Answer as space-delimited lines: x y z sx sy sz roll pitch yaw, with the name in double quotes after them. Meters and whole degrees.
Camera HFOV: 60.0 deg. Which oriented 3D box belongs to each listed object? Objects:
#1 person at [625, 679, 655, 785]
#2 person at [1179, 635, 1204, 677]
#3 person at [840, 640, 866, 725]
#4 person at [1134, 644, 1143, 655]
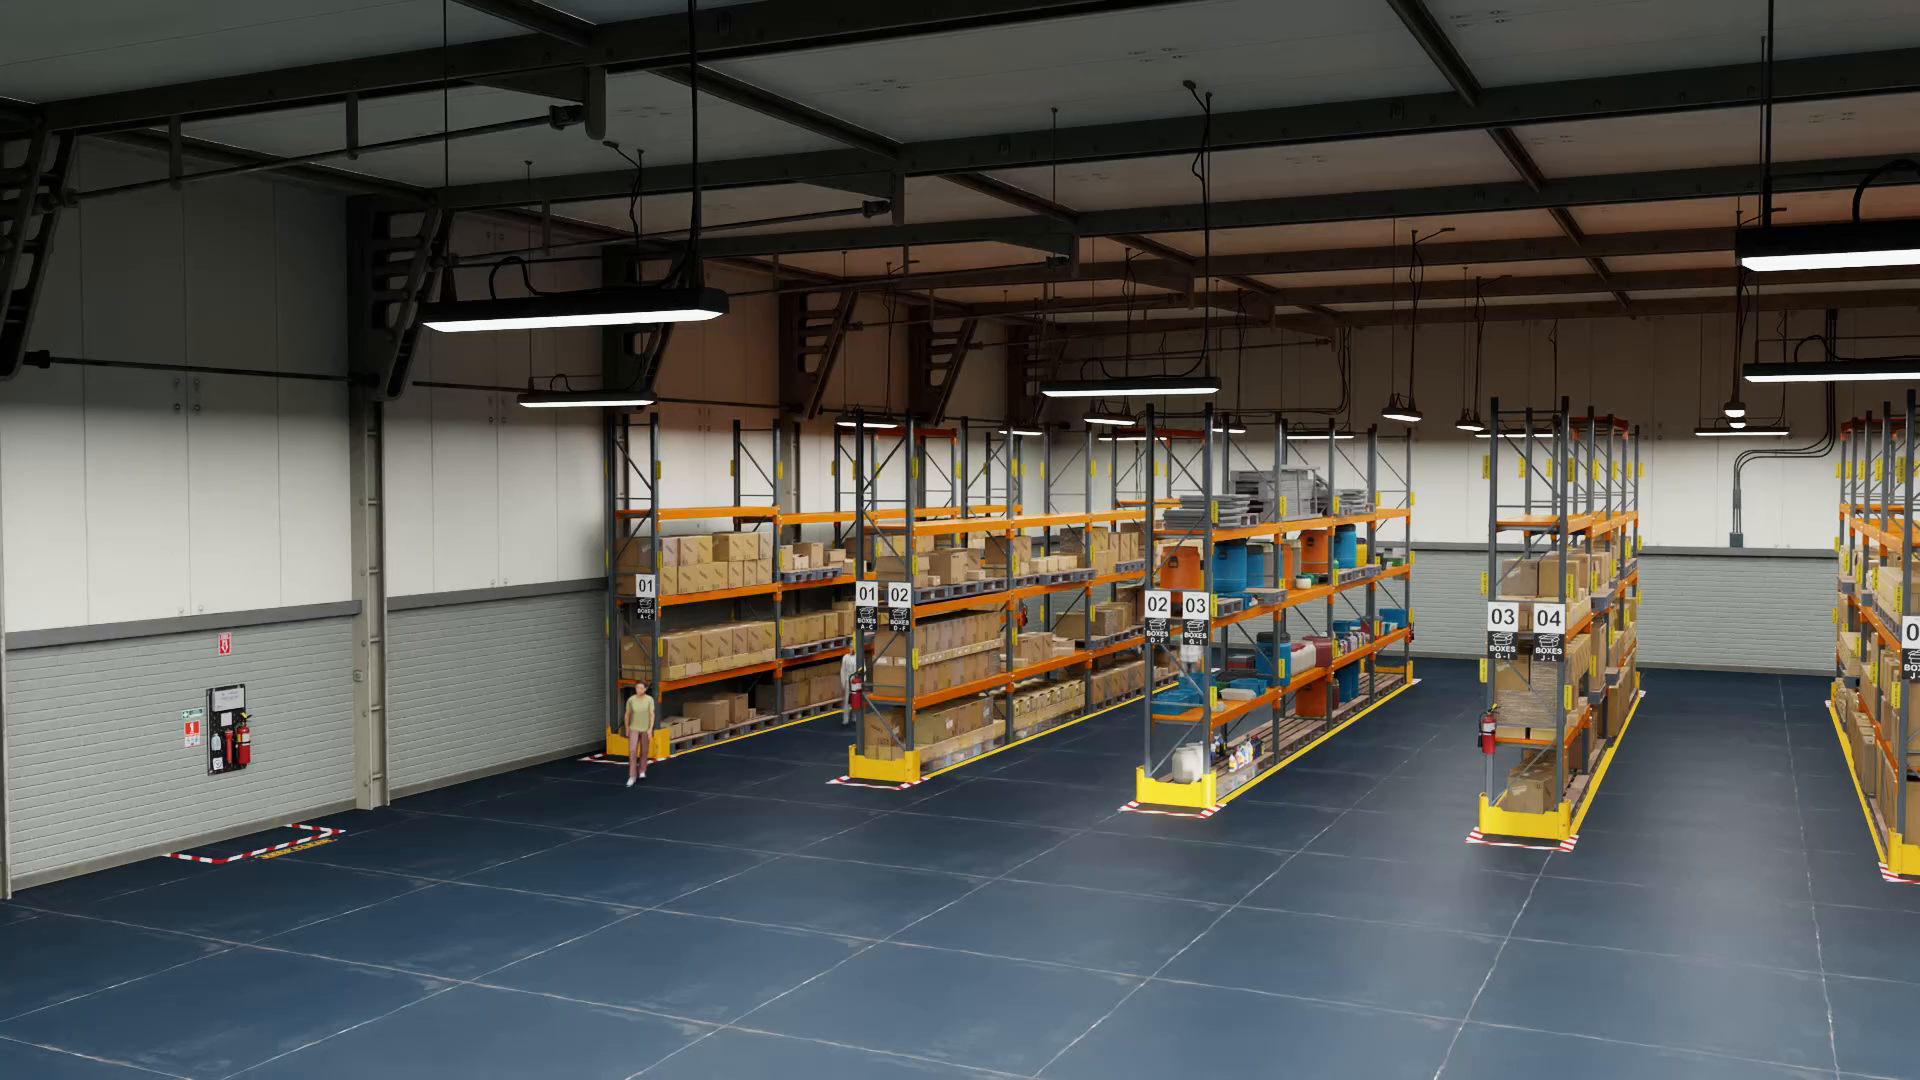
-5.130 3.041 26.609 0.495 1.624 0.926 -1 3 -16 "person"
4.944 2.634 35.671 0.581 1.826 0.550 1 3 28 "person"
-2.088 2.790 32.630 0.521 1.647 0.893 0 2 -9 "person"
4.882 2.265 45.163 0.472 1.648 0.823 -1 3 -24 "person"
